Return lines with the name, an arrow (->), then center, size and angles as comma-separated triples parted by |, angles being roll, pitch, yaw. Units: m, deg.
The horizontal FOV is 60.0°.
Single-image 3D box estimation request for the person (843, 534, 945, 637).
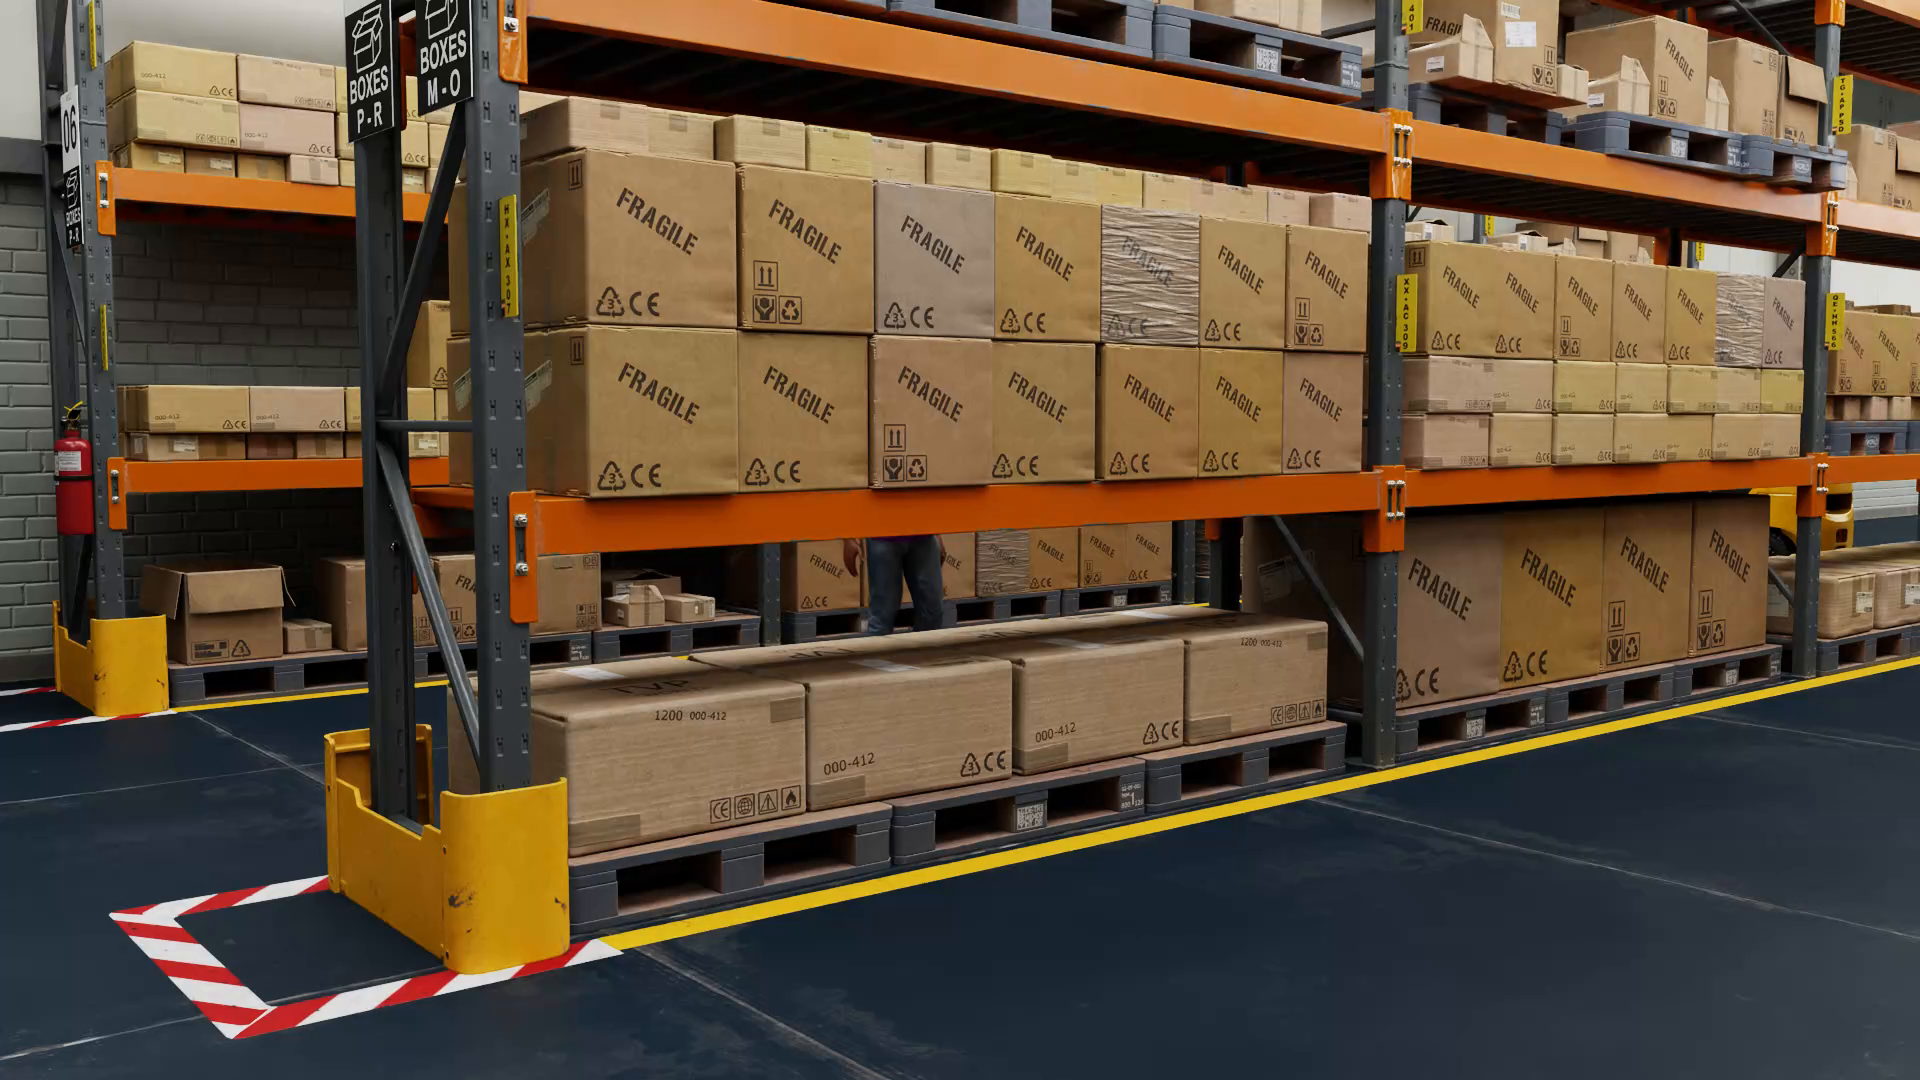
person -> -0.306, 0.016, 8.666 | 0.630, 1.807, 0.439 | -3, 5, -32
